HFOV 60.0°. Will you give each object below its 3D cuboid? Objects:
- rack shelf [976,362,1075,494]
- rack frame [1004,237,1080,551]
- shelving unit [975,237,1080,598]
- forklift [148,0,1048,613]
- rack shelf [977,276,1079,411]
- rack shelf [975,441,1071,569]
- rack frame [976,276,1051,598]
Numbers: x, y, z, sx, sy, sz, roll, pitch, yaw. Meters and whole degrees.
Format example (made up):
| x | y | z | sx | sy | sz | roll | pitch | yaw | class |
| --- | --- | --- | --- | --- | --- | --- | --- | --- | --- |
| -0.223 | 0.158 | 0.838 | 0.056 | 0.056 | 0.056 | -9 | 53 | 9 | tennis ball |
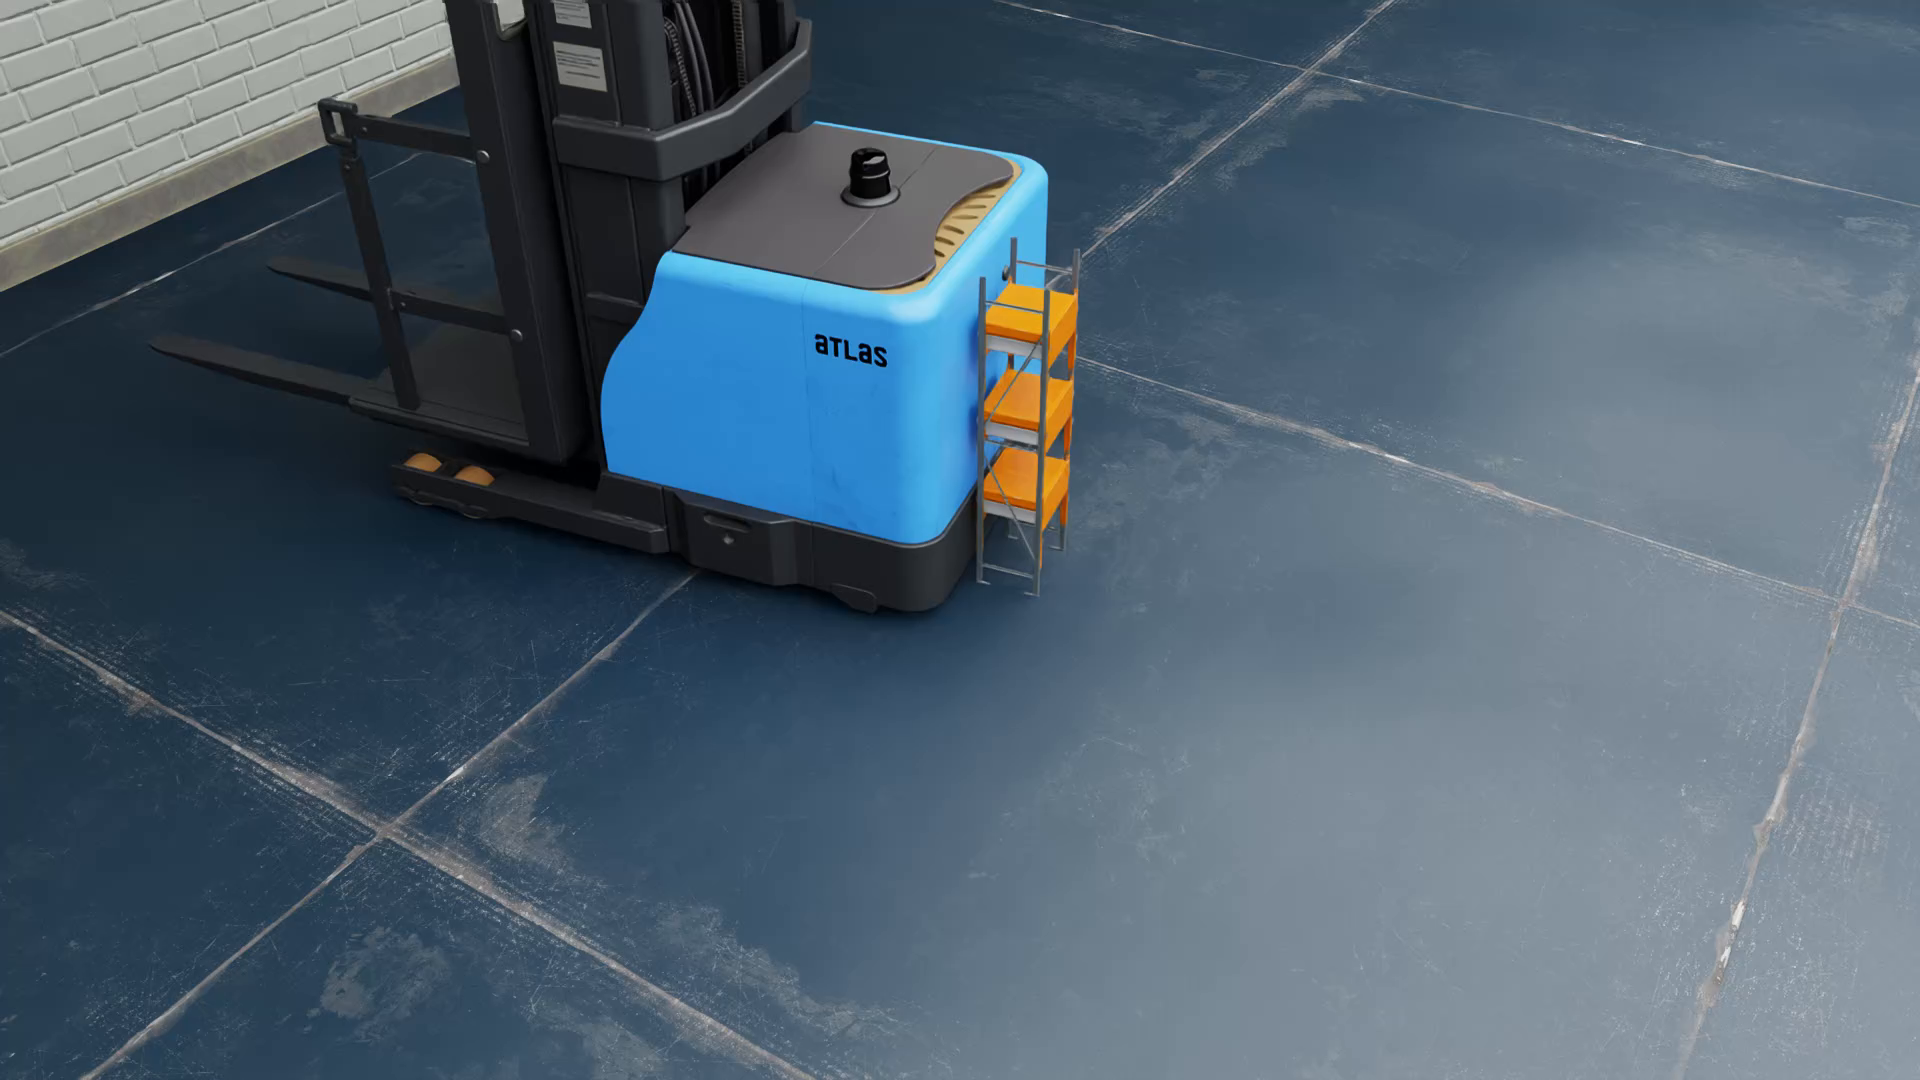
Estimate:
| x | y | z | sx | sy | sz | roll | pitch | yaw | class |
| --- | --- | --- | --- | --- | --- | --- | --- | --- | --- |
| 0.190 | -0.327 | 4.831 | 0.215 | 0.259 | 0.240 | 14 | 40 | 17 | rack shelf |
| 0.235 | -0.404 | 4.914 | 0.200 | 1.050 | 0.008 | 14 | 40 | 17 | rack frame |
| 0.190 | -0.335 | 4.824 | 0.215 | 1.050 | 0.252 | 14 | 40 | 17 | shelving unit |
| -1.291 | -1.513 | 4.812 | 3.031 | 2.935 | 1.130 | 14 | 40 | 17 | forklift |
| 0.190 | -0.551 | 4.657 | 0.215 | 0.259 | 0.240 | 14 | 40 | 17 | rack shelf |
| 0.189 | -0.106 | 5.001 | 0.215 | 0.259 | 0.240 | 14 | 40 | 17 | rack shelf |
| 0.145 | -0.266 | 4.735 | 0.200 | 1.050 | 0.008 | 14 | 40 | 17 | rack frame |
